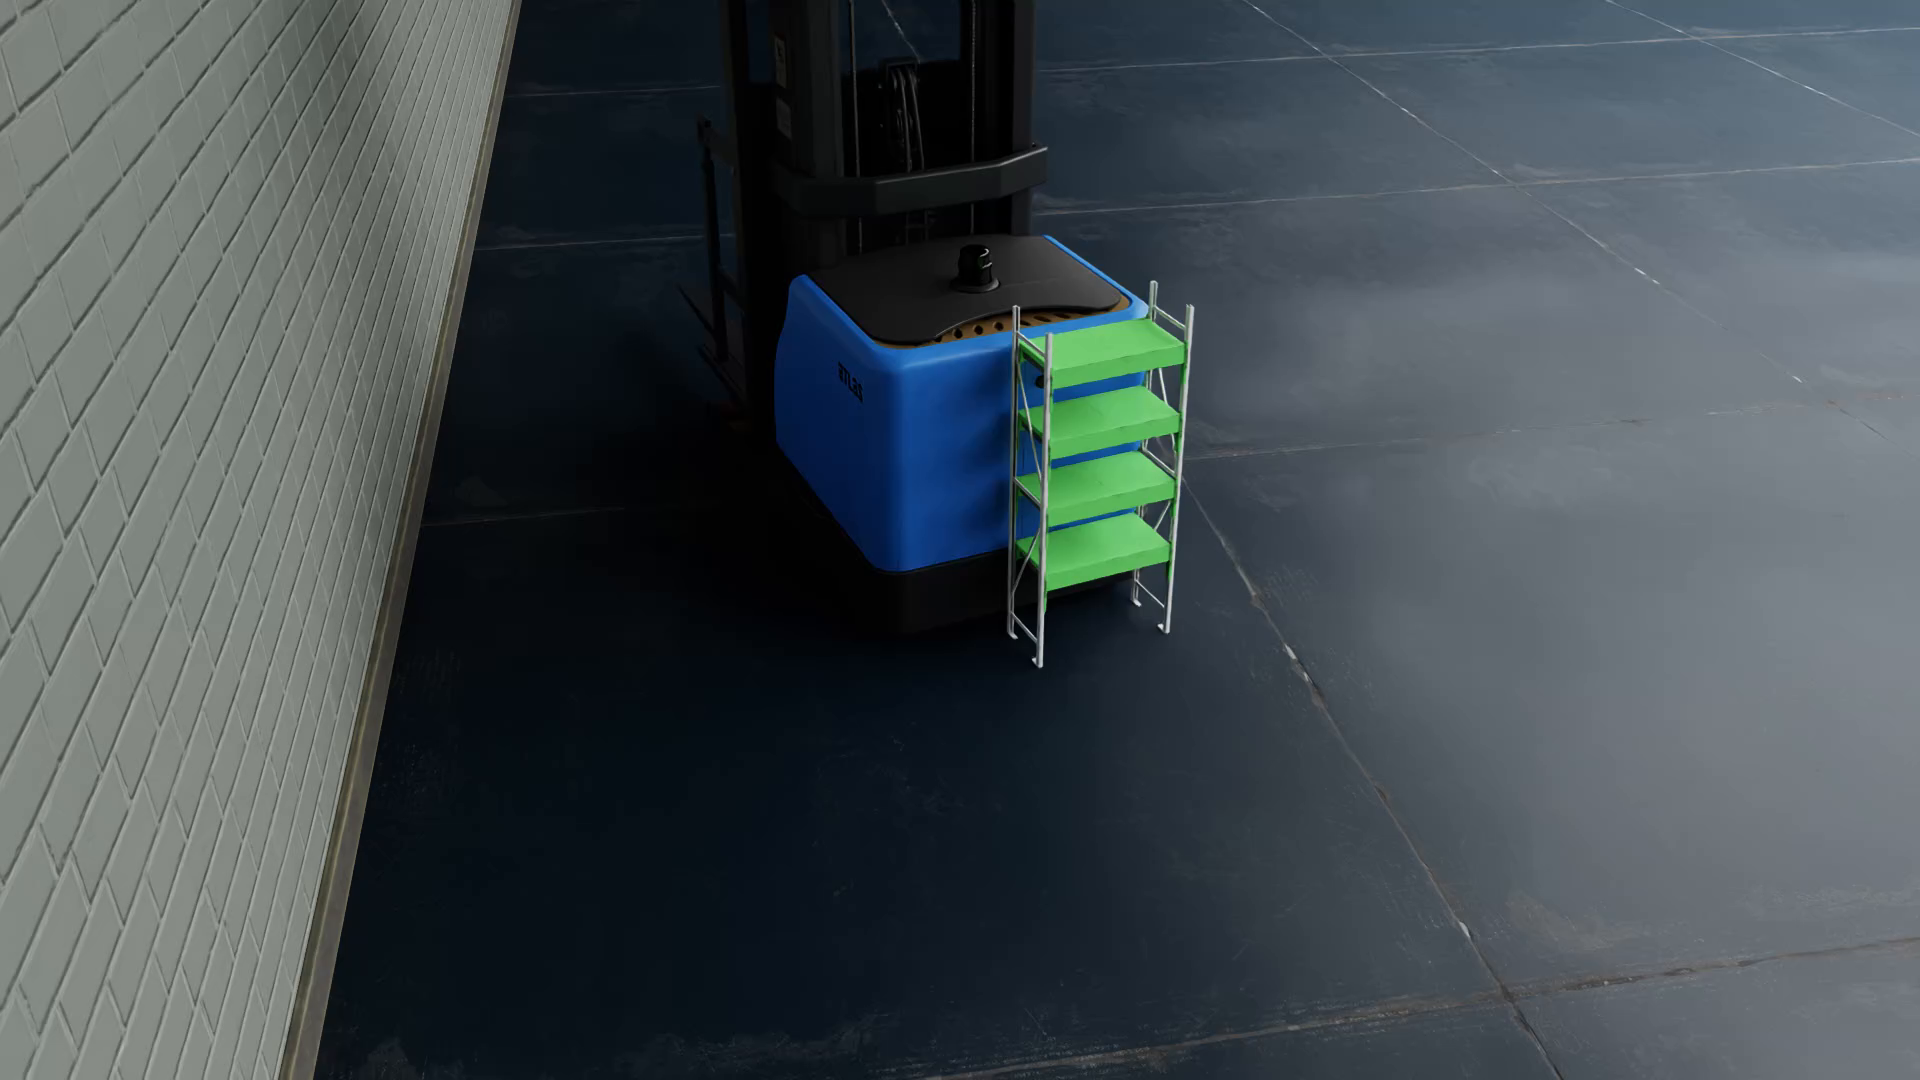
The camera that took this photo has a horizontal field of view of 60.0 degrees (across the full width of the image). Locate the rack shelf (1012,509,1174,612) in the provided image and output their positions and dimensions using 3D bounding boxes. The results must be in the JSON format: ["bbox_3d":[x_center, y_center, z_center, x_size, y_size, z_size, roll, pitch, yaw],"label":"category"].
[{"bbox_3d":[0.440,0.063,5.558,0.480,0.148,0.258,-13,33,-21],"label":"rack shelf"}]

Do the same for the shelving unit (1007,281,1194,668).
[{"bbox_3d":[0.440,-0.199,5.404,0.503,1.200,0.258,-13,33,-21],"label":"shelving unit"}]

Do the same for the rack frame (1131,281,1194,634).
[{"bbox_3d":[0.661,-0.251,5.492,0.015,1.200,0.240,-13,33,-21],"label":"rack frame"}]

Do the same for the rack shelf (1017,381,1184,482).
[{"bbox_3d":[0.440,-0.350,5.315,0.480,0.148,0.258,-13,33,-21],"label":"rack shelf"}]

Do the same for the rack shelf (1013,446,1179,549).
[{"bbox_3d":[0.440,-0.144,5.437,0.480,0.148,0.258,-13,33,-21],"label":"rack shelf"}]

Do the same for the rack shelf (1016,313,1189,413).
[{"bbox_3d":[0.440,-0.557,5.193,0.480,0.148,0.258,-13,33,-21],"label":"rack shelf"}]

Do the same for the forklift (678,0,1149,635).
[{"bbox_3d":[-0.410,-1.673,6.204,1.130,2.935,3.031,-13,33,-21],"label":"forklift"}]

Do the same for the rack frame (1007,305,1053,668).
[{"bbox_3d":[0.218,-0.147,5.316,0.015,1.200,0.240,-13,33,-21],"label":"rack frame"}]
